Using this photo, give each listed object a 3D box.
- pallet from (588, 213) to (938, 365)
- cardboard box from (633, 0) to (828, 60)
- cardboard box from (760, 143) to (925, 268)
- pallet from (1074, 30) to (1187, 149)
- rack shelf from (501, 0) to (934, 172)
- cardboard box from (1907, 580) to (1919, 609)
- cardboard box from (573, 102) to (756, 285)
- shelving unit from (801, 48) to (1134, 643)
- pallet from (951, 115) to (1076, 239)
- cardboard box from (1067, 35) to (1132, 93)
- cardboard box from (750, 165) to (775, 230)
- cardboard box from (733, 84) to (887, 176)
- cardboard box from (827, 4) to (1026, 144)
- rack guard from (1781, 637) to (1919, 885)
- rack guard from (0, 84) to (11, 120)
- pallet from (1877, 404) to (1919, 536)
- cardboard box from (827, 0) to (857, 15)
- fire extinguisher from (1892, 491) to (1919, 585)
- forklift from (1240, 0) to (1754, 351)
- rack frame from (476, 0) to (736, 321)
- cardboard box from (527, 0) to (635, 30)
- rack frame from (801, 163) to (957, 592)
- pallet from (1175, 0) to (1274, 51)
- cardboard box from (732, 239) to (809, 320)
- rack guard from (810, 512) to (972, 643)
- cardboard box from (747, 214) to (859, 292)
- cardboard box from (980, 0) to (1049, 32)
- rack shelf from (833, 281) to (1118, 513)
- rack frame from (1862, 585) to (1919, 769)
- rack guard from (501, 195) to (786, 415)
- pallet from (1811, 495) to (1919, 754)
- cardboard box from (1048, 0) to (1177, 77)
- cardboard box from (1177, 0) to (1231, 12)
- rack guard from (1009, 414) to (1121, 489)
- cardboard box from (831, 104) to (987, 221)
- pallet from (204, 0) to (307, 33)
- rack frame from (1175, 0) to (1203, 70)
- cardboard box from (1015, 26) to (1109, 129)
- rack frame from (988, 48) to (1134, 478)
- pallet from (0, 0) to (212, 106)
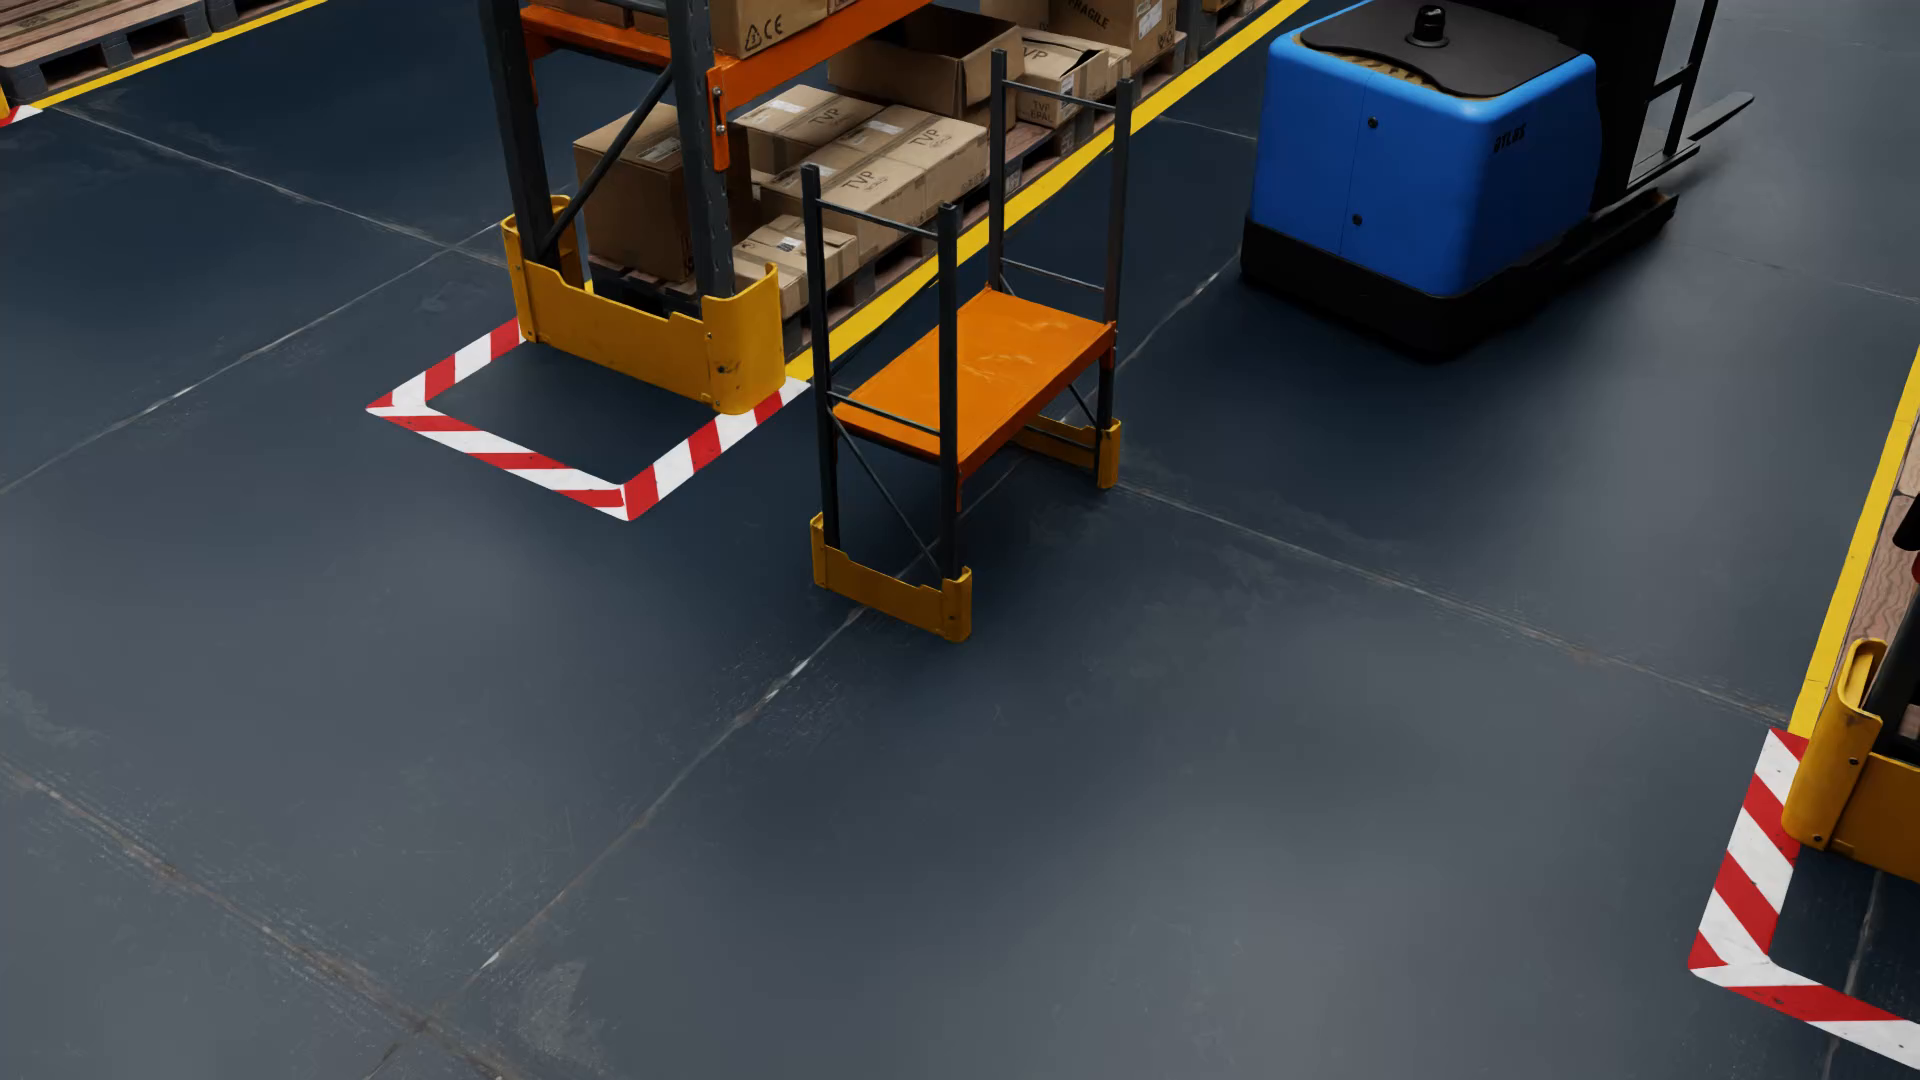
[{"bbox_3d":[-0.822,-1.236,7.181,1.003,0.211,1.213,21,42,25],"label":"pallet"},{"bbox_3d":[-0.828,-2.072,5.899,0.500,0.500,0.500,22,43,26],"label":"cardboard box"},{"bbox_3d":[-0.490,-1.421,7.028,0.500,0.250,0.500,21,42,25],"label":"cardboard box"},{"bbox_3d":[0.486,-2.494,8.813,1.003,0.211,1.213,21,42,25],"label":"pallet"},{"bbox_3d":[-0.217,-2.636,7.302,1.077,0.370,4.000,21,42,25],"label":"rack shelf"},{"bbox_3d":[3.187,0.158,4.791,0.700,0.500,0.500,21,42,25],"label":"cardboard box"},{"bbox_3d":[-1.205,-1.435,6.842,0.500,0.500,0.500,21,42,25],"label":"cardboard box"},{"bbox_3d":[0.041,-0.633,5.343,0.587,1.500,1.083,21,42,25],"label":"shelving unit"},{"bbox_3d":[-0.167,-1.863,7.993,1.003,0.211,1.213,21,42,25],"label":"pallet"},{"bbox_3d":[0.638,-2.398,8.378,0.380,0.149,0.250,21,42,25],"label":"cardboard box"},{"bbox_3d":[-0.912,-1.483,7.177,0.380,0.166,0.250,21,42,25],"label":"cardboard box"},{"bbox_3d":[-0.671,-1.816,7.541,0.500,0.250,0.500,21,42,25],"label":"cardboard box"},{"bbox_3d":[-0.148,-2.168,7.789,0.797,0.503,0.637,21,42,25],"label":"cardboard box"},{"bbox_3d":[2.883,0.731,4.393,1.175,0.500,0.348,21,42,25],"label":"rack guard"},{"bbox_3d":[-5.471,-2.506,8.591,1.175,0.500,0.348,21,42,25],"label":"rack guard"},{"bbox_3d":[3.913,-0.232,5.878,1.003,0.211,1.213,21,42,25],"label":"pallet"},{"bbox_3d":[-0.556,-2.340,6.247,0.500,0.500,0.500,21,42,25],"label":"cardboard box"},{"bbox_3d":[2.426,-0.167,3.878,0.296,0.674,0.183,21,42,25],"label":"fire extinguisher"},{"bbox_3d":[2.618,-2.697,6.848,3.031,2.935,1.130,-30,47,-33],"label":"forklift"},{"bbox_3d":[-1.289,-1.890,5.745,1.000,3.000,0.127,21,42,25],"label":"rack frame"},{"bbox_3d":[-1.279,-2.250,6.130,0.500,0.500,0.500,23,43,26],"label":"cardboard box"},{"bbox_3d":[-0.227,-0.376,5.009,0.500,1.500,0.032,21,42,25],"label":"rack frame"},{"bbox_3d":[1.258,-3.280,9.831,1.003,0.211,1.213,21,42,25],"label":"pallet"},{"bbox_3d":[-0.774,-1.039,6.615,0.380,0.149,0.250,21,42,25],"label":"cardboard box"},{"bbox_3d":[-0.226,0.118,5.392,0.587,0.250,0.087,21,42,25],"label":"rack guard"},{"bbox_3d":[-0.640,-1.175,6.777,0.380,0.166,0.250,21,42,25],"label":"cardboard box"},{"bbox_3d":[0.447,-2.916,8.918,0.500,0.311,0.500,21,42,25],"label":"cardboard box"},{"bbox_3d":[0.046,-0.496,5.459,0.538,0.185,1.000,21,42,25],"label":"rack shelf"},{"bbox_3d":[2.896,-0.272,3.646,1.000,3.000,0.127,21,42,25],"label":"rack frame"},{"bbox_3d":[-1.248,-0.939,6.559,1.175,0.500,0.348,21,42,25],"label":"rack guard"},{"bbox_3d":[3.258,0.395,5.065,1.003,0.211,1.213,21,42,25],"label":"pallet"},{"bbox_3d":[0.789,-2.750,8.548,0.500,0.500,0.500,21,42,25],"label":"cardboard box"},{"bbox_3d":[1.319,-3.306,9.269,0.500,0.500,0.500,19,42,23],"label":"cardboard box"},{"bbox_3d":[0.308,-0.395,6.058,0.587,0.250,0.087,21,42,25],"label":"rack guard"},{"bbox_3d":[-0.222,-1.678,7.362,0.500,0.250,0.500,21,42,25],"label":"cardboard box"},{"bbox_3d":[-4.340,-3.447,10.048,1.003,0.211,1.213,21,42,25],"label":"pallet"},{"bbox_3d":[0.854,-3.952,8.420,1.000,3.000,0.127,21,42,25],"label":"rack frame"},{"bbox_3d":[0.387,-2.288,8.104,0.500,0.311,0.500,21,42,25],"label":"cardboard box"},{"bbox_3d":[0.318,-0.900,5.689,0.500,1.500,0.032,21,42,25],"label":"rack frame"},{"bbox_3d":[-4.995,-2.820,9.236,1.003,0.211,1.213,21,42,25],"label":"pallet"}]
